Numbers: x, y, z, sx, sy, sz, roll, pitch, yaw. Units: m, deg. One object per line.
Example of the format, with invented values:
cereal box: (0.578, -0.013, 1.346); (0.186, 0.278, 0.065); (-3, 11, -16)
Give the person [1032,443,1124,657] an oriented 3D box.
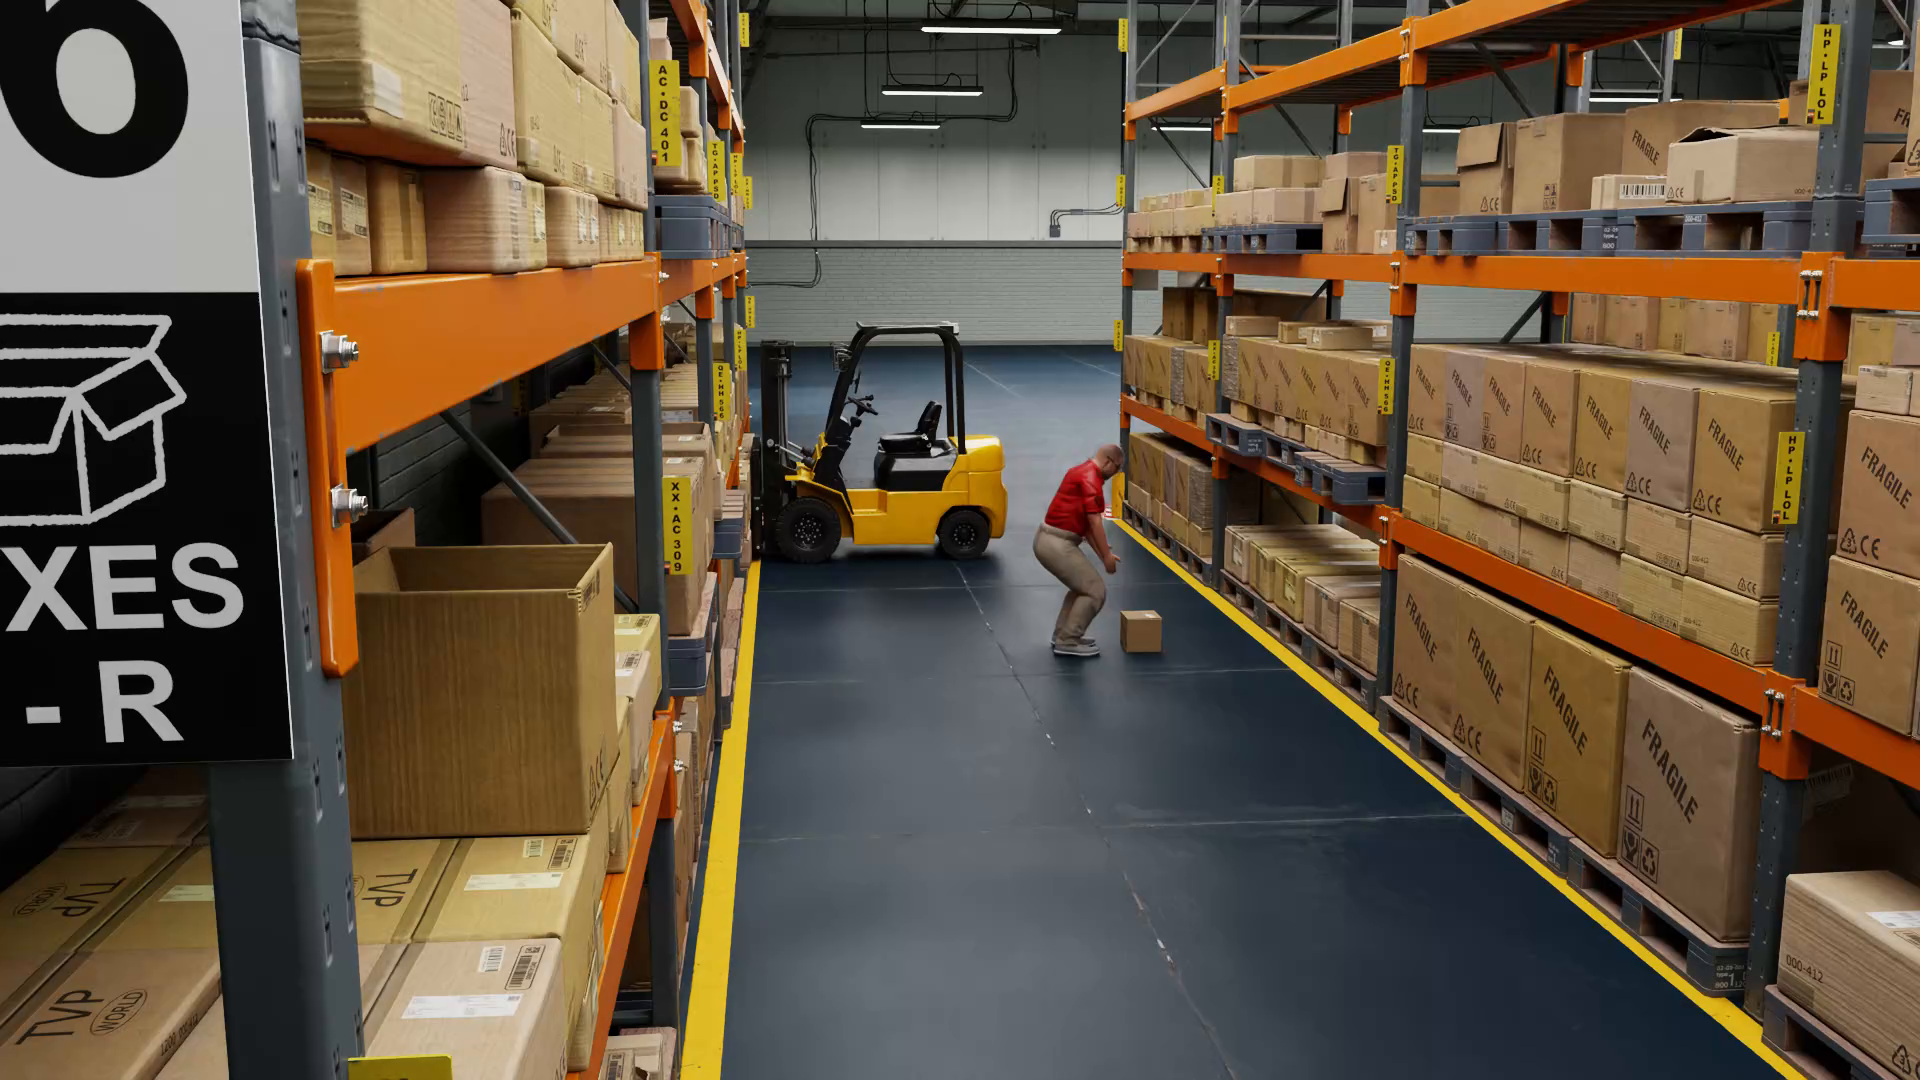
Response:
person: (0.839, 0.056, 11.844); (0.644, 1.494, 0.587); (-1, 10, -6)
